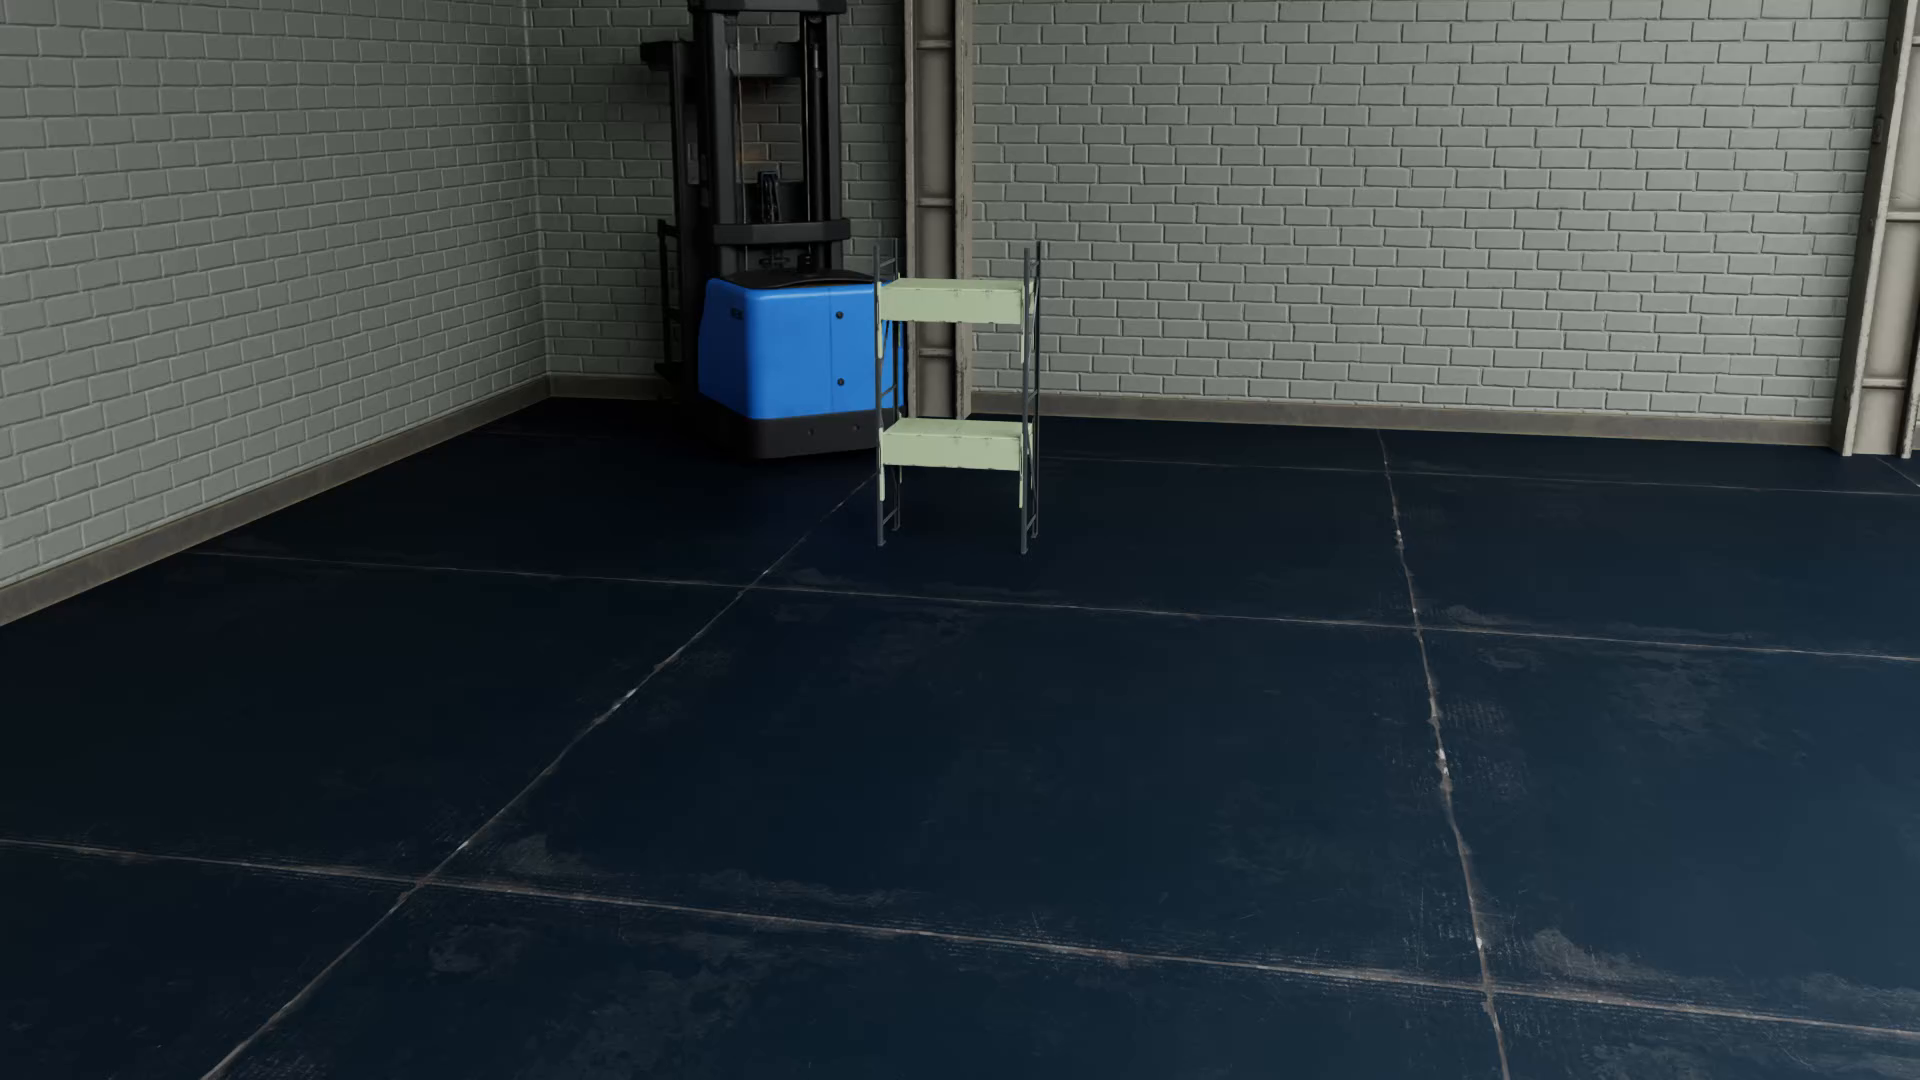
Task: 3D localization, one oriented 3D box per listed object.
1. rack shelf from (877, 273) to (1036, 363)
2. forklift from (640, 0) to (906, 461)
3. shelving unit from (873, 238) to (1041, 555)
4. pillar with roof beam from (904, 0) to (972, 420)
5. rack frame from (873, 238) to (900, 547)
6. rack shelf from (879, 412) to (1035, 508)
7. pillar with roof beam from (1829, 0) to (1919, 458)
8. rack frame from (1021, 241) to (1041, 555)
[{"bbox_3d":[-0.007,-1.099,8.189,0.720,0.370,0.431,3,16,11],"label":"rack shelf"},{"bbox_3d":[-1.437,-2.242,11.094,1.130,2.935,3.031,-7,17,-25],"label":"forklift"},{"bbox_3d":[-0.007,-0.723,8.293,0.755,1.500,0.431,3,16,11],"label":"shelving unit"},{"bbox_3d":[-1.000,-4.087,6.388,0.400,9.000,9.100,3,16,11],"label":"pillar with roof beam"},{"bbox_3d":[-0.365,-0.743,8.363,0.023,1.500,0.400,3,16,11],"label":"rack frame"},{"bbox_3d":[-0.007,-0.409,8.380,0.720,0.370,0.431,3,16,11],"label":"rack shelf"},{"bbox_3d":[4.880,-3.768,5.236,0.400,9.000,9.100,3,16,11],"label":"pillar with roof beam"},{"bbox_3d":[0.352,-0.704,8.223,0.023,1.500,0.400,3,16,11],"label":"rack frame"}]
